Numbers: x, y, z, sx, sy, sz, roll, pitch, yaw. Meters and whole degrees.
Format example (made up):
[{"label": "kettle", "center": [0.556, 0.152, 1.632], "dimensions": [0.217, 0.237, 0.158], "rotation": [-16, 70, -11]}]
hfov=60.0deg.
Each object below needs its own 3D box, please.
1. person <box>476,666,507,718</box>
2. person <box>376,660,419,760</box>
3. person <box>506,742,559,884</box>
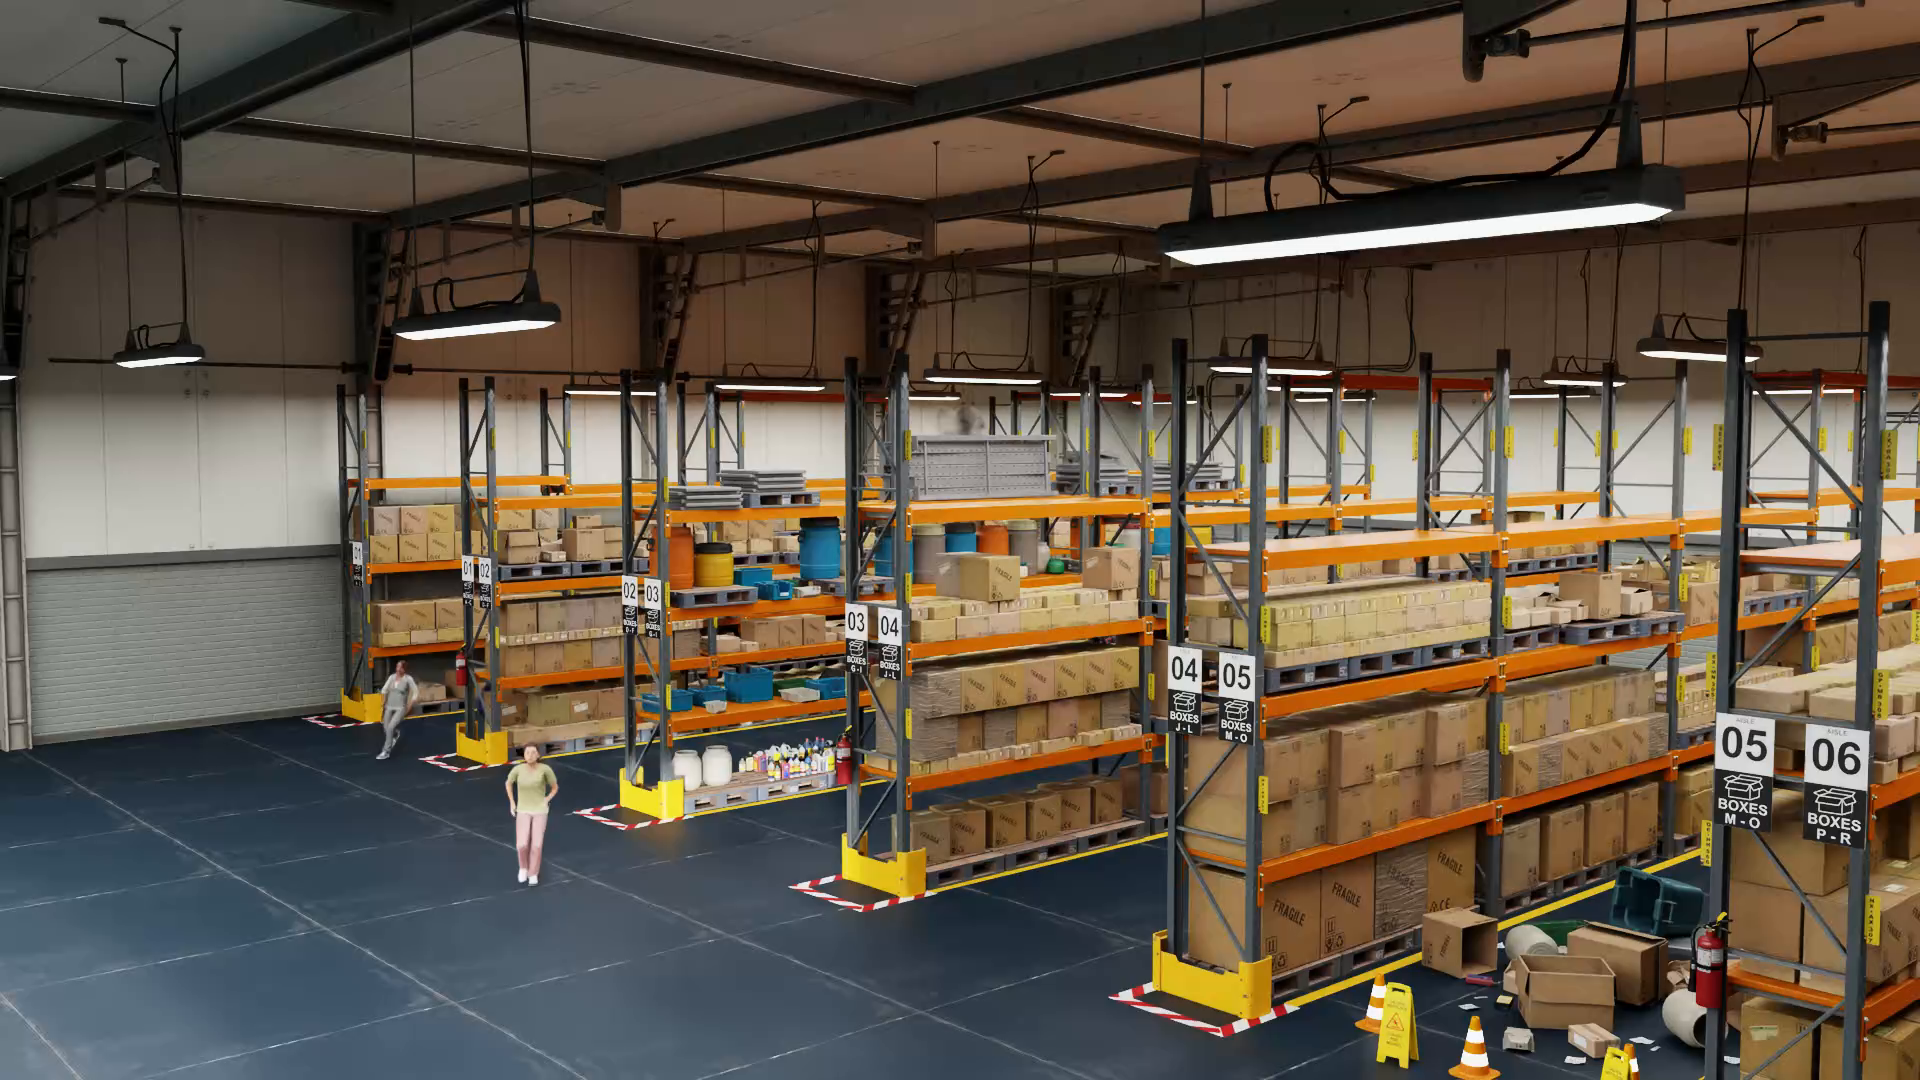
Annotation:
[{"label": "person", "center": [-7.851, 2.505, 28.109], "dimensions": [0.575, 1.625, 0.636], "rotation": [3, 5, 40]}, {"label": "person", "center": [-8.879, 2.669, 26.318], "dimensions": [0.593, 1.537, 0.692], "rotation": [0, 4, 6]}, {"label": "person", "center": [-4.845, 3.104, 18.849], "dimensions": [0.587, 1.638, 0.550], "rotation": [-1, 4, -13]}]
